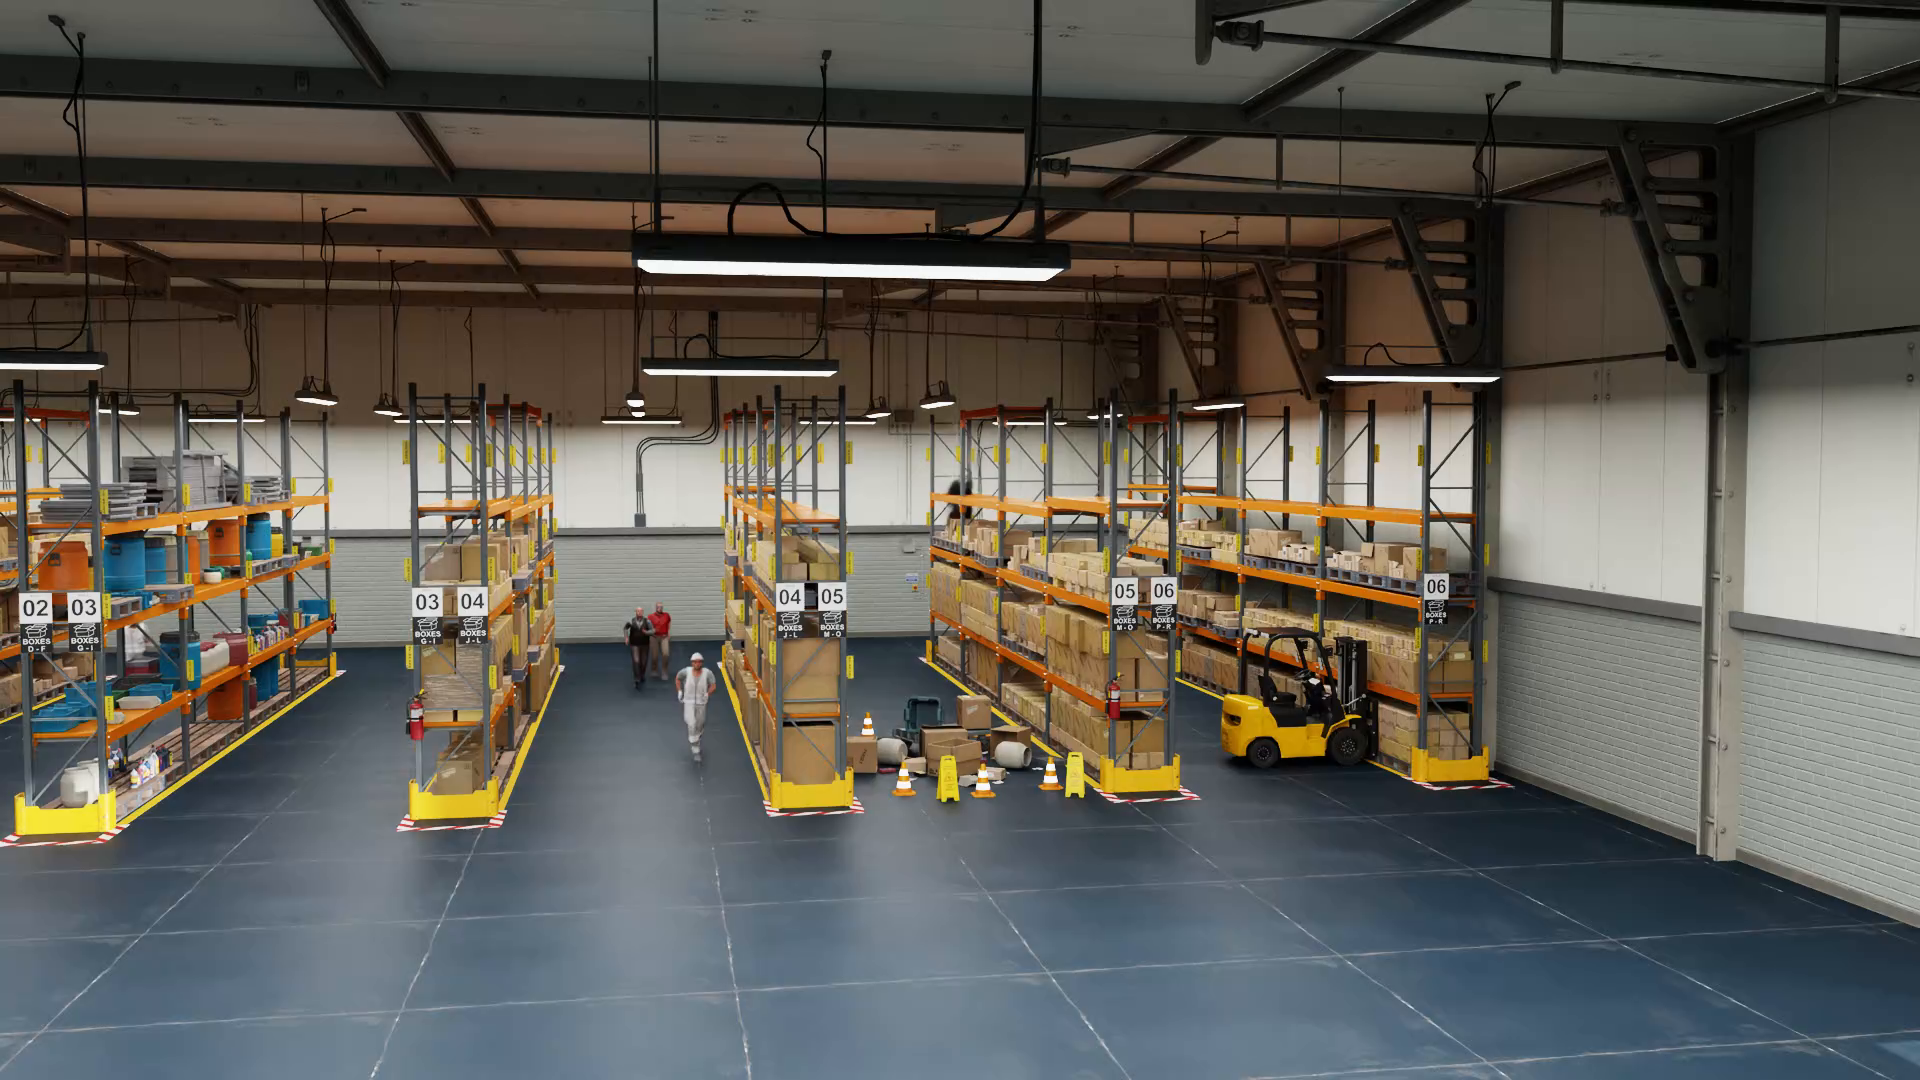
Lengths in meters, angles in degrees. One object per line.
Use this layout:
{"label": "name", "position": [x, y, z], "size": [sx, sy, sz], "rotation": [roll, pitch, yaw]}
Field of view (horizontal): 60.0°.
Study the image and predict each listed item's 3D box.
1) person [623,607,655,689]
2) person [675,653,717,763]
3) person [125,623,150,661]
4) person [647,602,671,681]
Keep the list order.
{"label": "person", "position": [-6.908, 2.301, 35.863], "size": [0.646, 1.725, 0.940], "rotation": [-1, 3, -19]}
{"label": "person", "position": [-4.366, 2.725, 27.512], "size": [0.672, 1.778, 1.018], "rotation": [-1, 3, -11]}
{"label": "person", "position": [-17.201, 2.366, 34.655], "size": [0.610, 1.829, 0.918], "rotation": [-1, 3, -25]}
{"label": "person", "position": [-6.731, 2.275, 37.177], "size": [0.601, 1.783, 0.847], "rotation": [-1, 3, -19]}
